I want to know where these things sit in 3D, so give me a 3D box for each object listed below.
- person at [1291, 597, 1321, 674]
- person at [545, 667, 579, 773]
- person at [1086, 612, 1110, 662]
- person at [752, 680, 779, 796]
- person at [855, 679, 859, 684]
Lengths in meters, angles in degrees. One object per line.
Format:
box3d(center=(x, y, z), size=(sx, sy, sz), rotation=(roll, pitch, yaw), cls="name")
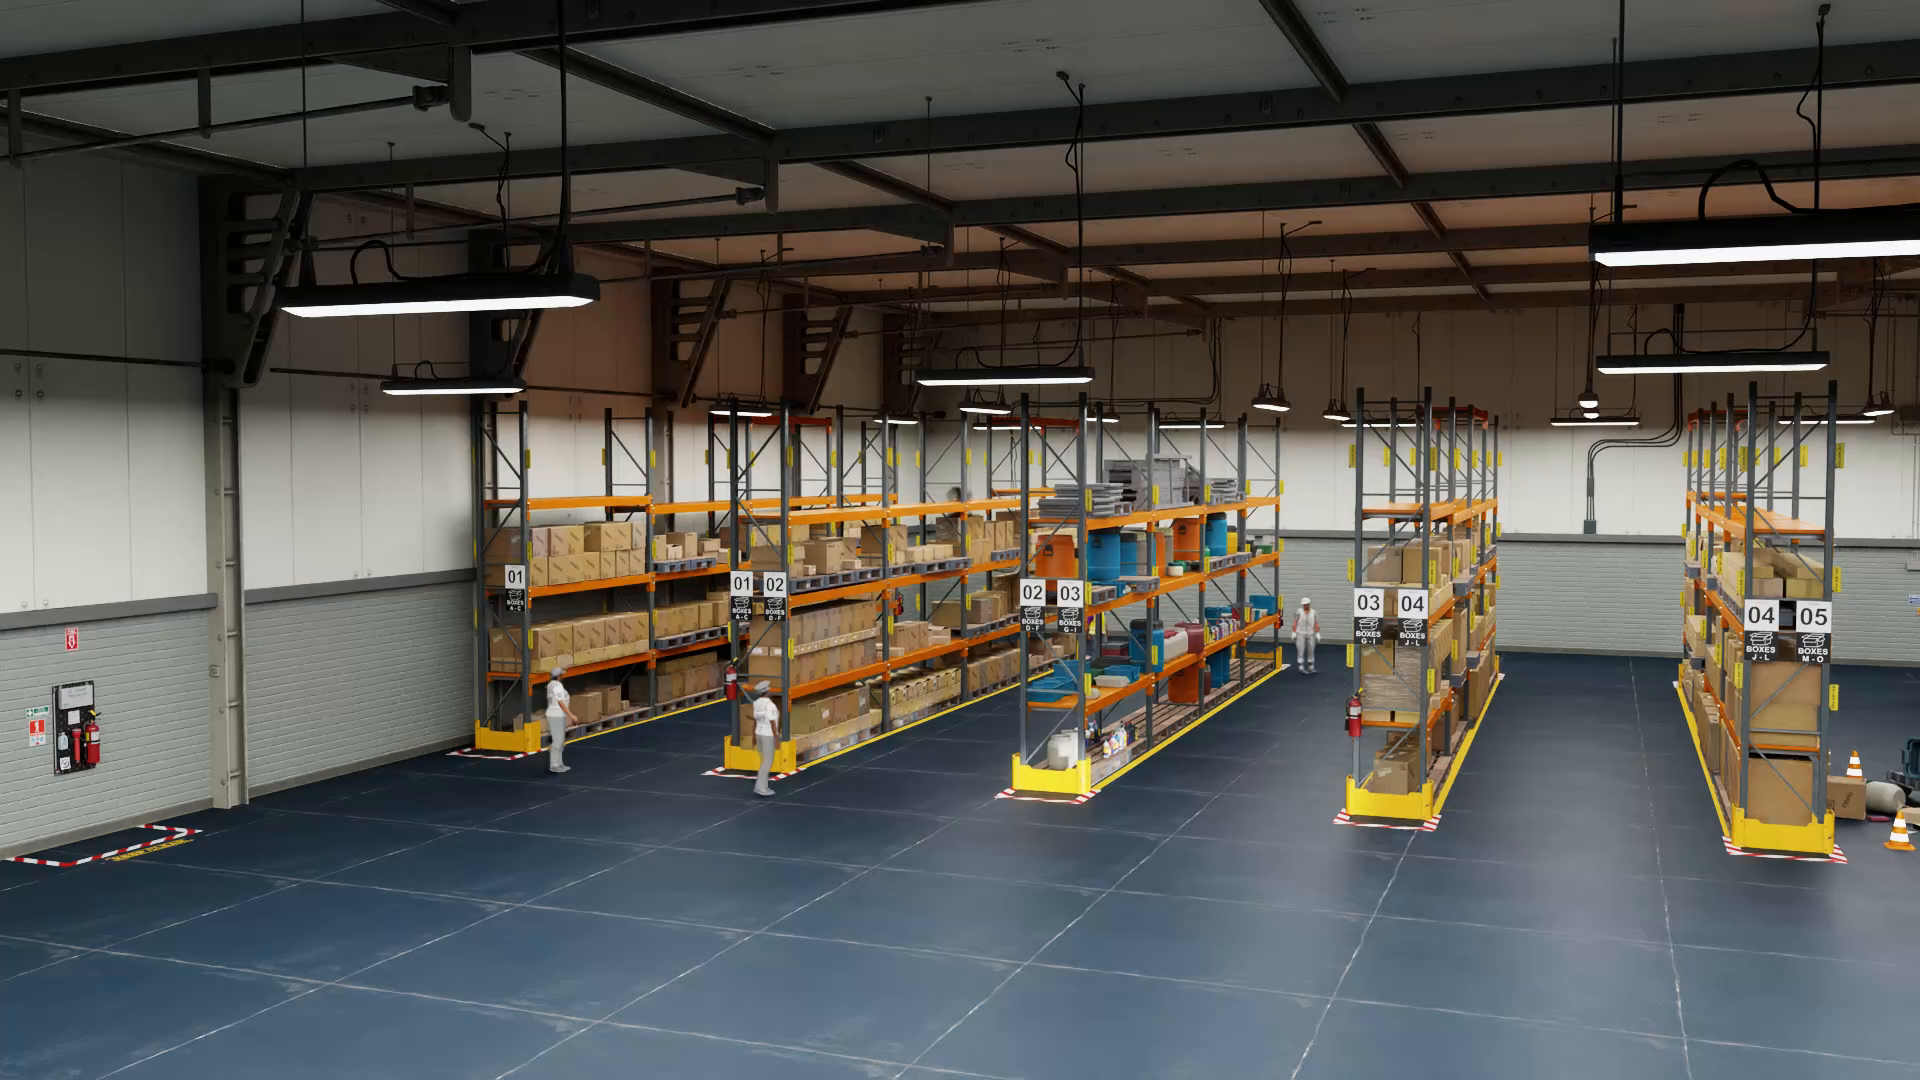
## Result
box3d(center=(8.053, 2.221, 38.690), size=(0.682, 1.787, 0.423), rotation=(0, 3, -3), cls="person")
box3d(center=(-6.382, 2.875, 26.667), size=(0.534, 1.688, 0.542), rotation=(-1, 3, -11), cls="person")
box3d(center=(3.210, 2.224, 38.921), size=(0.641, 1.769, 0.447), rotation=(-2, 3, -34), cls="person")
box3d(center=(-2.904, 2.952, 24.804), size=(0.392, 1.711, 0.540), rotation=(-2, 3, -29), cls="person")
box3d(center=(-2.228, 2.491, 35.687), size=(0.460, 1.612, 0.499), rotation=(-1, 3, -11), cls="person")
